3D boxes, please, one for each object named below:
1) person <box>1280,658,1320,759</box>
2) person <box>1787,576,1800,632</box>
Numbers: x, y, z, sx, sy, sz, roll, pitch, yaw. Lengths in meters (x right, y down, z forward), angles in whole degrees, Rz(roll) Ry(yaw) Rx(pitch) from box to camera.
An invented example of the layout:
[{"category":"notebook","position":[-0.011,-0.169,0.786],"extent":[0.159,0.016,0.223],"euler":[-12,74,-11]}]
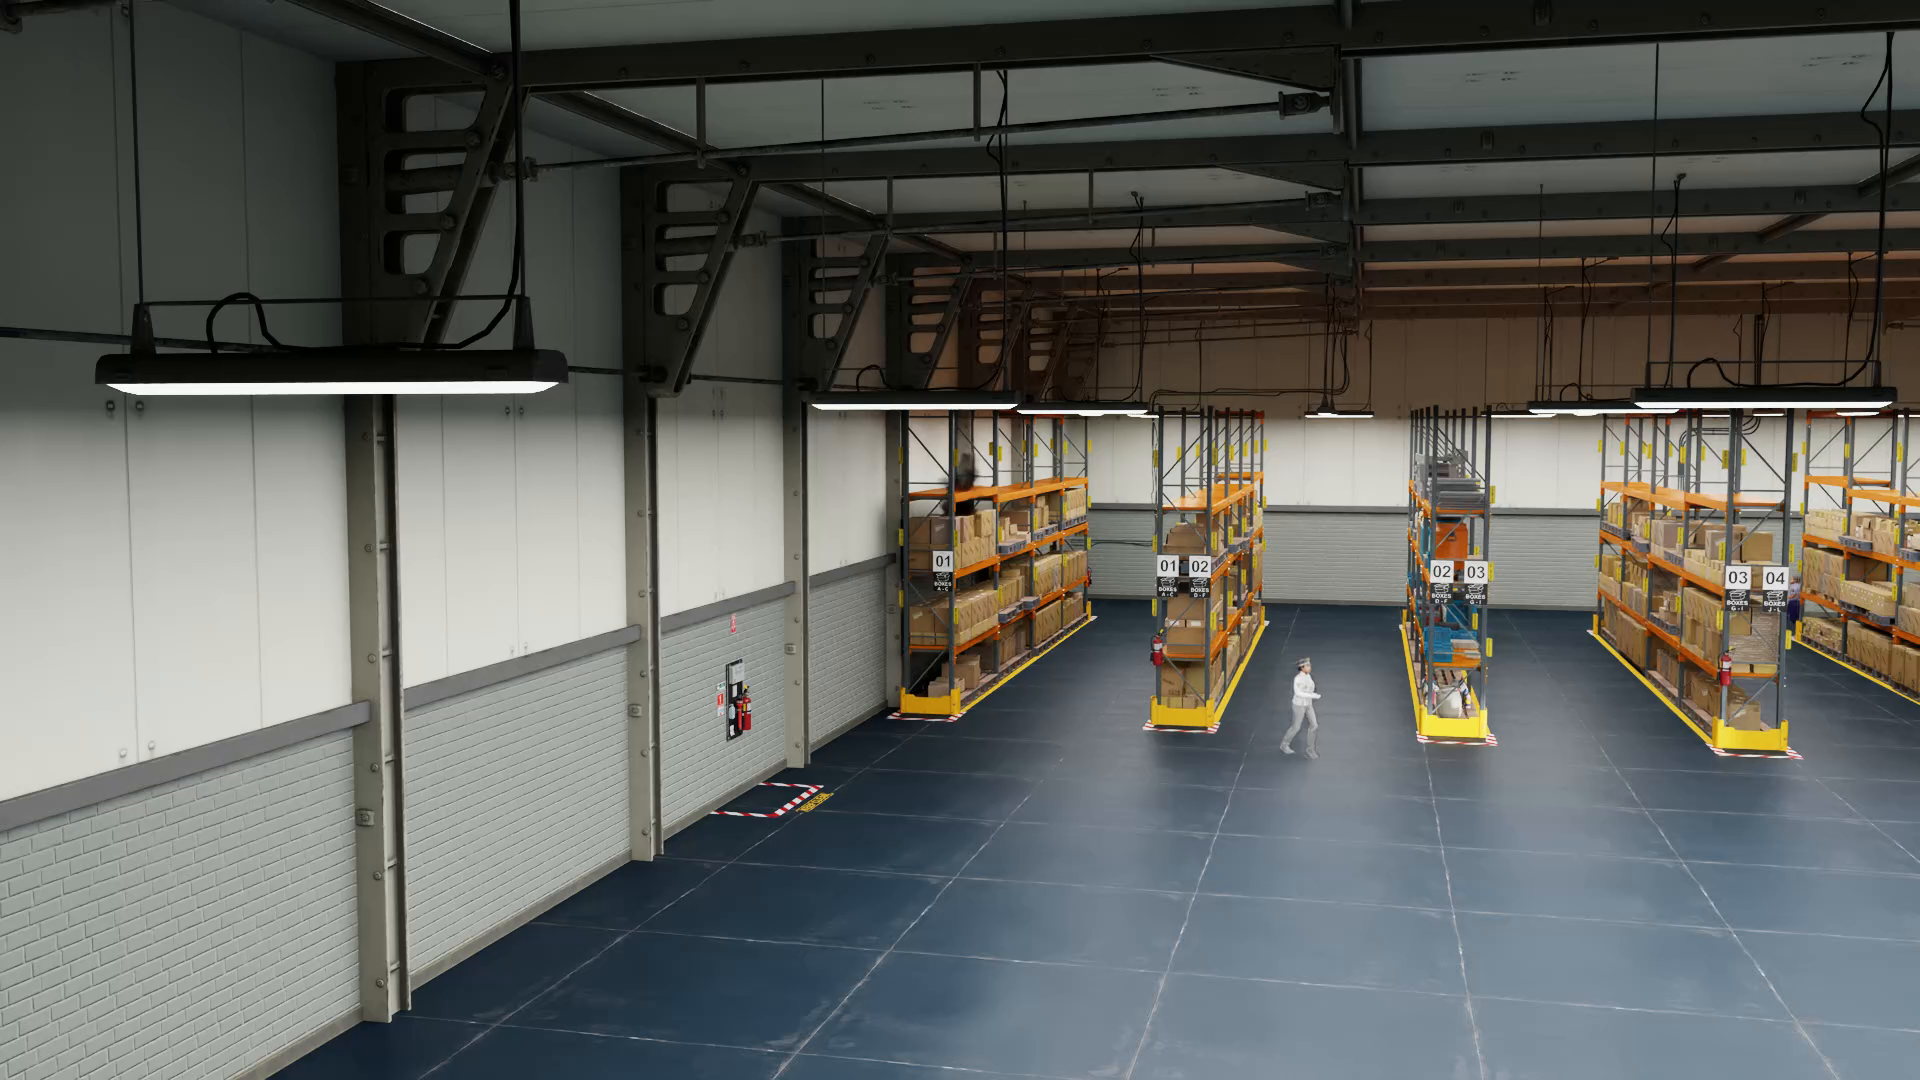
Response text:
[{"category":"person","position":[5.814,2.866,28.273],"extent":[0.738,1.771,0.624],"euler":[3,5,40]},{"category":"person","position":[22.324,1.755,44.689],"extent":[0.840,1.609,0.703],"euler":[2,4,20]}]
